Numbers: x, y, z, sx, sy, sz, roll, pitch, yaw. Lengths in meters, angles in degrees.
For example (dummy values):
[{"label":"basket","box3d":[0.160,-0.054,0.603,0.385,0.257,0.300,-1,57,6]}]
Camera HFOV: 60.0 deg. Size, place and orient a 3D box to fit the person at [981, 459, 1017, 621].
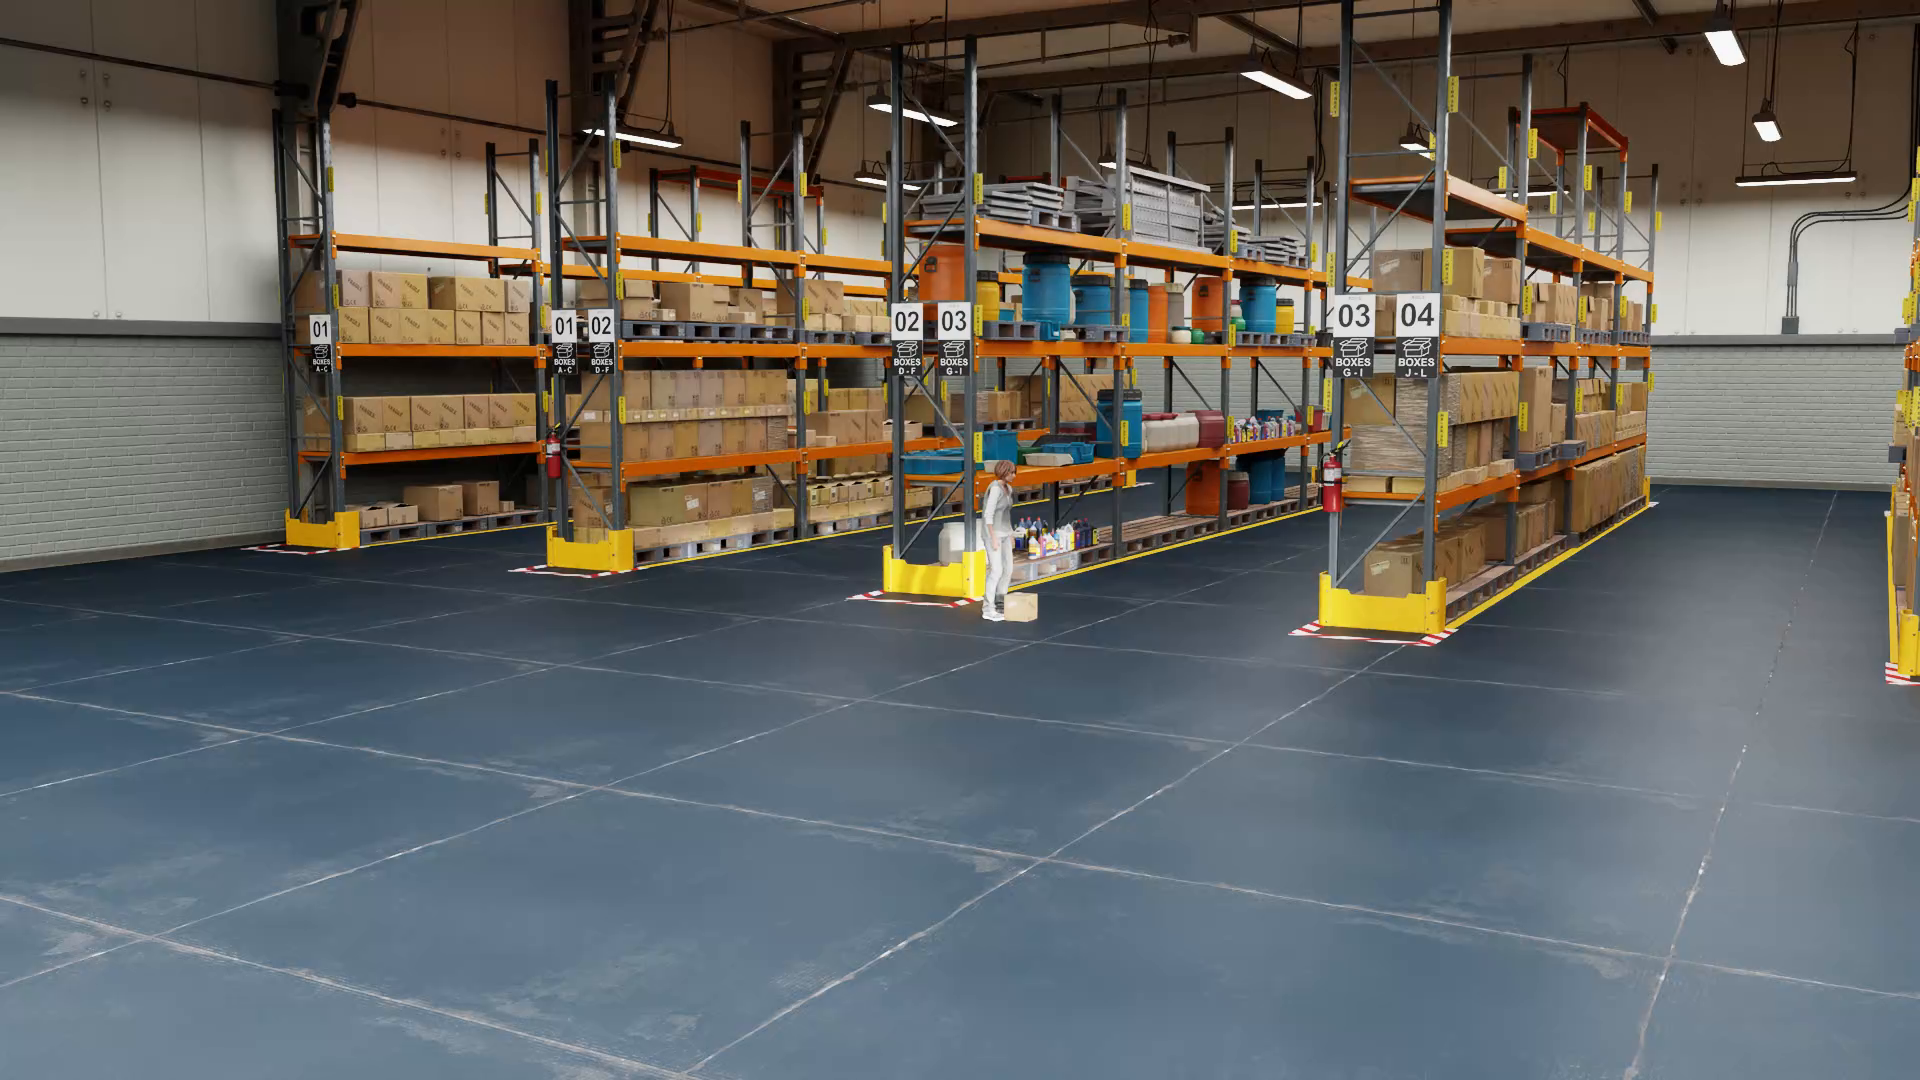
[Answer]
[{"label":"person","box3d":[0.404,-0.010,16.654,0.369,1.594,0.482,3,7,26]}]
